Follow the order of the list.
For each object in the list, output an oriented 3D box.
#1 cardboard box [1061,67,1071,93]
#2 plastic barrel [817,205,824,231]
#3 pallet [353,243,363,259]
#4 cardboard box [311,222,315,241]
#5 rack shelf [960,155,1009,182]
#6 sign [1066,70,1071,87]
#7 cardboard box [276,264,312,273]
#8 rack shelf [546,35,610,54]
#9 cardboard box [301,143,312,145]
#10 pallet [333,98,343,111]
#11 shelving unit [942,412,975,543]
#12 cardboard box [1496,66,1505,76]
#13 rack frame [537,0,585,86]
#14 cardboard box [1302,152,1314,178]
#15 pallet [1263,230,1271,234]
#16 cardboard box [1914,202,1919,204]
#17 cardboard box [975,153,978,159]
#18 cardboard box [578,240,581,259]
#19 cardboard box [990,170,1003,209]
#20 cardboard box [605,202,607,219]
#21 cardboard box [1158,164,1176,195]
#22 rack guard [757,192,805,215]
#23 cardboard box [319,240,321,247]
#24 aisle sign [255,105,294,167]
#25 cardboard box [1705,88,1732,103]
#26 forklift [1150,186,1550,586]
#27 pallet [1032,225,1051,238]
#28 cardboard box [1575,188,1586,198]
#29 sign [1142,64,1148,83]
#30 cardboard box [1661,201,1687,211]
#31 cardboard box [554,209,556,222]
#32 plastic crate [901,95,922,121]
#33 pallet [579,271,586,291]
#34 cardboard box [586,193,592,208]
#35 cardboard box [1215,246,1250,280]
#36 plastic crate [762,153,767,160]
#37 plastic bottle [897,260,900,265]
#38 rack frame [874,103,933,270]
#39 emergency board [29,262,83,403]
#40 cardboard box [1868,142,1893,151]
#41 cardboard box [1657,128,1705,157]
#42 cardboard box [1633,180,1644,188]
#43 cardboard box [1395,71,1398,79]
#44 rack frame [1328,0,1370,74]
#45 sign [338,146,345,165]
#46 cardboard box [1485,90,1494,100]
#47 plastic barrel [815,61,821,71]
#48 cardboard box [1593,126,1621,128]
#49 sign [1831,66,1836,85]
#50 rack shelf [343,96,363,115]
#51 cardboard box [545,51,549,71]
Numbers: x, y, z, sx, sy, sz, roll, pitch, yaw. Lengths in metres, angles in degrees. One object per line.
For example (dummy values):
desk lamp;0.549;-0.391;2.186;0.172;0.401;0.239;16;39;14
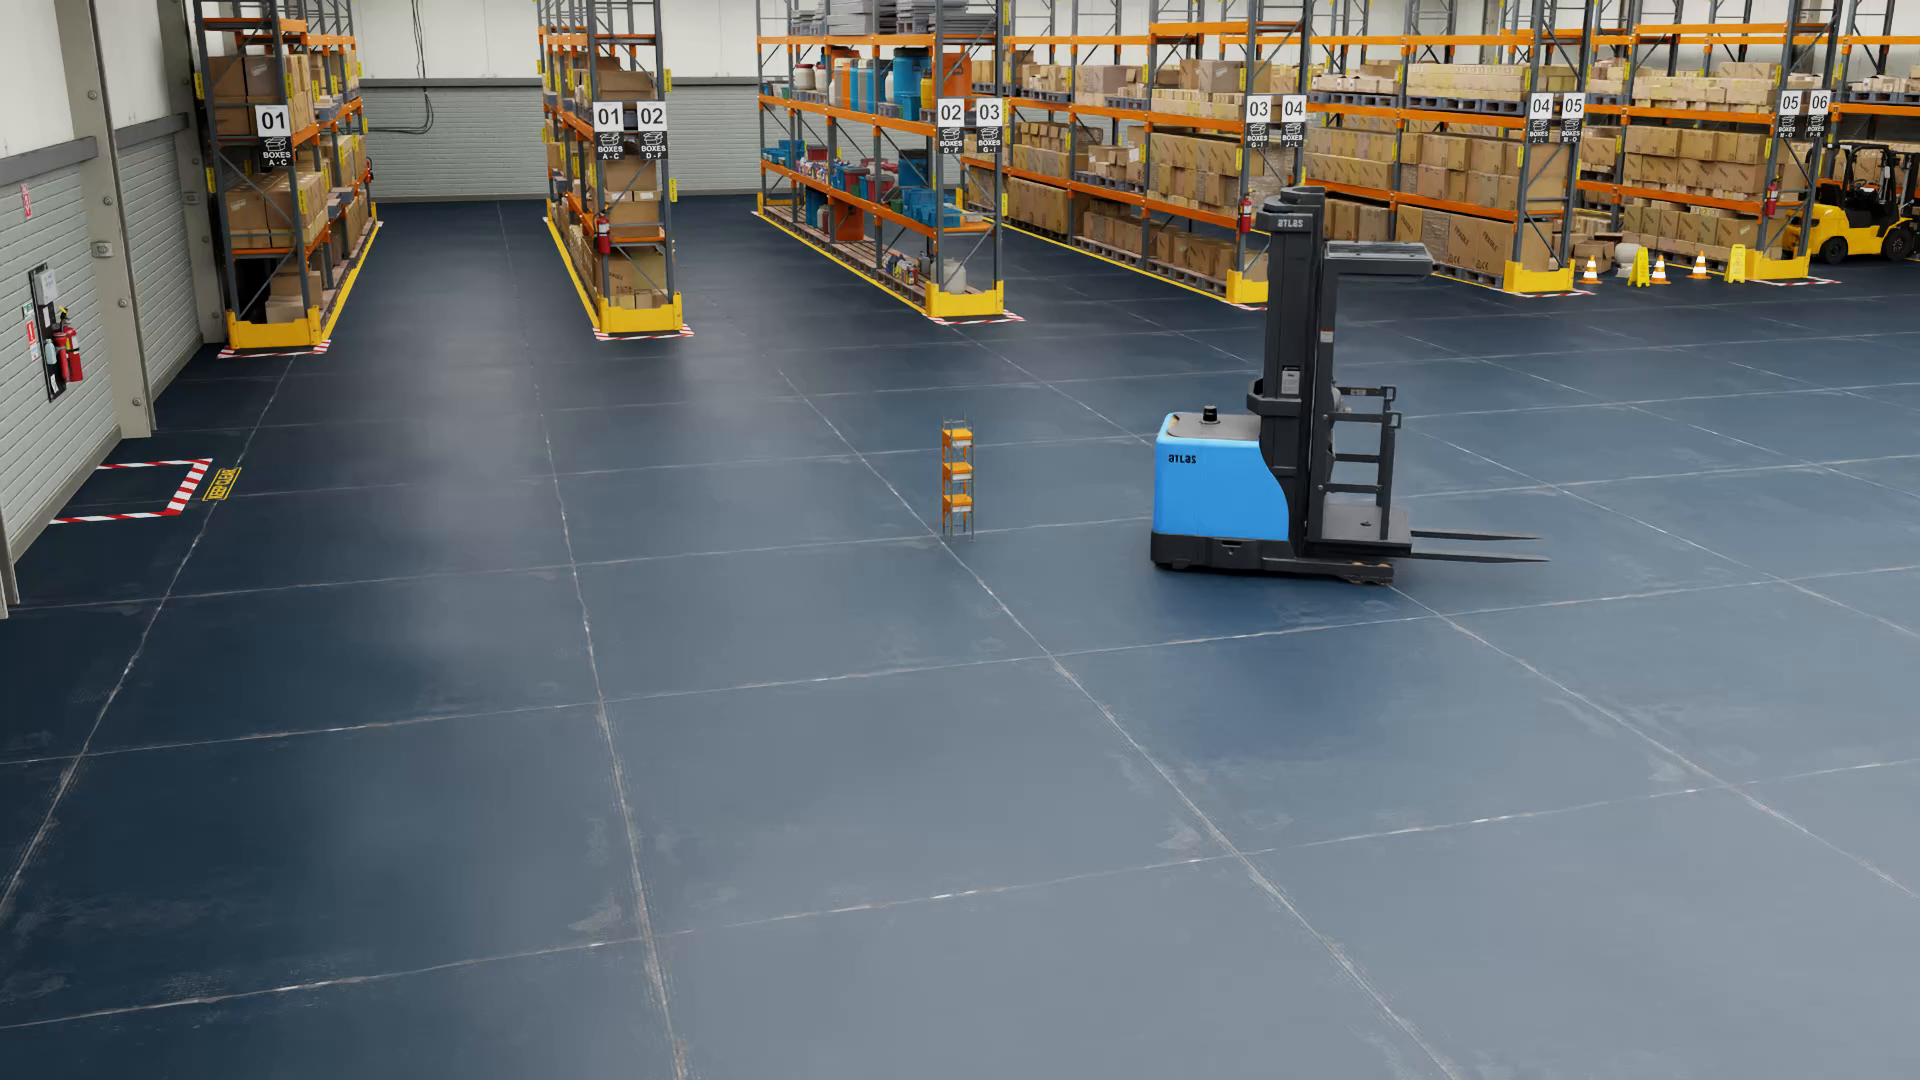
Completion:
cardboard box;2.462;-9.342;33.713;0.797;0.503;0.637;-4;17;-12
plastic barrel;-2.765;-6.705;34.654;0.421;0.512;0.421;0;17;0
pallet;-12.065;-5.542;32.034;1.003;0.211;1.213;-5;17;-15
cardboard box;-9.375;-4.344;23.425;0.500;0.250;0.500;-5;18;-17
rack shelf;1.050;-8.806;39.306;1.077;0.370;4.000;-5;17;-15
sign;2.163;-9.172;33.021;0.100;0.325;0.005;-5;17;-15
cardboard box;-10.166;-3.940;25.434;0.500;0.500;0.500;-6;18;-19
rack shelf;-7.376;-9.599;32.213;1.077;0.370;4.000;-5;17;-15
cardboard box;-12.102;-7.124;30.425;0.500;0.250;0.500;-5;18;-17
pallet;-11.817;-7.837;29.941;1.213;0.211;1.003;-4;17;-13
shelving unit;-0.015;-0.518;13.850;0.215;1.050;0.252;-5;17;-15
cardboard box;9.138;-7.796;27.625;0.380;0.149;0.250;-4;17;-14
rack frame;-9.025;-11.795;37.577;1.000;3.000;0.127;-5;17;-15
cardboard box;7.360;-7.758;34.391;0.500;0.500;0.500;-5;17;-15
pallet;7.283;-6.736;36.011;1.003;0.211;1.213;-5;17;-15
cardboard box;18.699;-6.524;32.769;0.500;0.250;0.500;-5;17;-15
cardboard box;0.565;-9.176;39.721;0.380;0.149;0.250;-5;17;-16
cardboard box;-6.263;-4.988;28.419;0.500;0.311;0.500;-4;17;-14
cardboard box;1.248;-8.219;39.063;0.875;0.875;0.875;-5;17;-15
cardboard box;-4.893;-4.819;24.608;0.700;0.500;0.500;-4;17;-14
cardboard box;3.966;-6.305;29.036;0.875;0.500;0.500;-5;17;-15
rack guard;-4.281;-8.121;40.119;1.175;0.500;0.348;-5;17;-15
cardboard box;-10.979;-5.050;27.827;0.500;0.250;0.500;-5;17;-17
aisle sign;-9.082;-5.352;22.038;0.394;0.787;0.004;-5;17;-15
cardboard box;13.742;-7.972;29.806;0.500;0.250;0.500;-4;17;-14
forklift;3.081;-1.218;12.914;3.031;2.935;1.130;3;17;11
pallet;2.223;-6.717;35.946;1.003;0.211;1.213;-5;17;-15
cardboard box;15.945;-8.890;42.276;0.500;0.311;0.500;-4;17;-13
sign;3.266;-8.213;29.282;0.100;0.325;0.005;-5;17;-15
cardboard box;13.426;-6.282;31.271;0.380;0.149;0.250;-4;17;-12
cardboard box;-8.562;-7.081;36.221;0.500;0.311;0.500;-5;17;-15
plastic crate;-0.678;-6.819;26.254;0.392;0.384;0.575;-5;17;-15
pallet;-5.968;-4.468;28.459;1.003;0.211;1.213;-5;17;-15
cardboard box;-6.146;-5.767;28.171;0.396;0.266;0.258;-5;17;-17
cardboard box;4.545;-4.619;27.731;0.500;0.500;0.500;0;17;-1
plastic crate;-4.502;-9.025;39.139;0.250;0.136;0.298;-5;17;-15
plastic bottle;-1.013;-4.551;27.868;0.097;0.271;0.097;0;17;0
rack frame;-0.964;-5.993;28.690;1.000;3.000;0.127;-5;17;-15
emergency board;-8.123;-1.883;15.006;0.194;1.169;0.643;-5;17;-15
cardboard box;18.110;-7.737;32.676;0.380;0.149;0.250;-4;17;-14
cardboard box;13.471;-7.415;30.993;0.700;0.500;0.500;-5;17;-16
cardboard box;13.224;-6.870;32.045;0.380;0.149;0.250;-4;17;-14
cardboard box;10.645;-11.154;39.986;0.396;0.266;0.258;-4;17;-13
rack frame;10.029;-13.361;42.789;1.000;3.000;0.127;-5;17;-15
sign;-11.070;-6.879;29.762;0.100;0.325;0.005;-5;17;-15
cardboard box;9.069;-7.484;27.971;0.380;0.149;0.250;-5;17;-15
plastic barrel;-2.716;-9.698;34.751;0.600;0.588;0.600;0;17;0
cardboard box;15.818;-9.872;40.700;0.700;0.500;0.500;-4;17;-14
sign;14.948;-7.960;28.504;0.100;0.325;0.005;-5;17;-15
rack shelf;-13.238;-9.068;34.963;1.077;0.370;4.000;-5;17;-15
cardboard box;-8.812;-10.600;36.899;0.700;0.500;0.500;-5;17;-15
